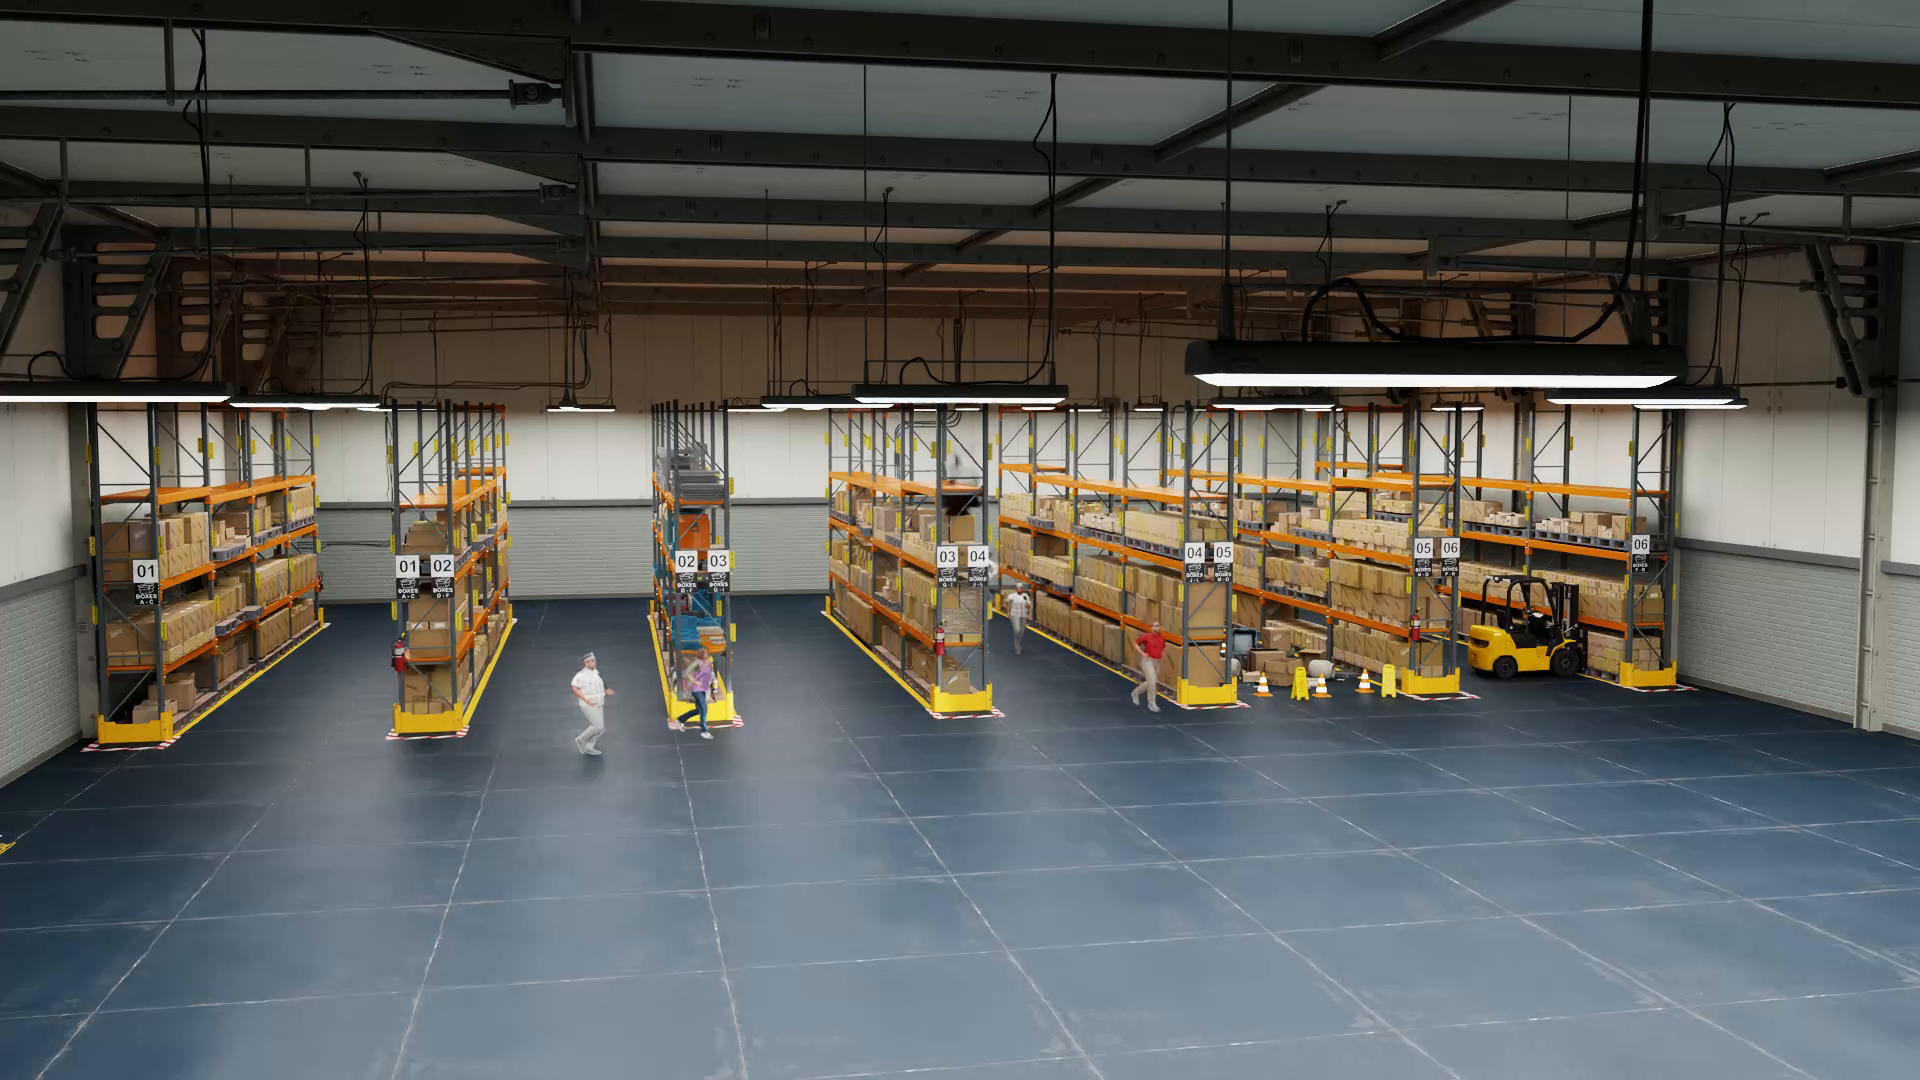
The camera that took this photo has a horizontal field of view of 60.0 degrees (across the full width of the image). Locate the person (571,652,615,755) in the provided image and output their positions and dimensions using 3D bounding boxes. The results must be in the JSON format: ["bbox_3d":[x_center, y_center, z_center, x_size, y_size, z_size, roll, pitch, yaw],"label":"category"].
[{"bbox_3d":[-6.134,2.745,27.893,0.605,1.736,0.645,1,4,15],"label":"person"}]

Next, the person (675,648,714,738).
[{"bbox_3d":[-4.677,2.729,29.701,0.795,1.576,0.574,2,5,23],"label":"person"}]

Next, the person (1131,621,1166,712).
[{"bbox_3d":[3.750,2.440,32.520,0.698,1.720,0.893,-3,5,-36],"label":"person"}]

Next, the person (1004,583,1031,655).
[{"bbox_3d":[1.409,1.884,39.953,0.581,1.727,0.766,-2,5,-21],"label":"person"}]

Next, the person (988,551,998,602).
[{"bbox_3d":[0.731,1.146,49.528,0.853,1.680,0.674,-2,5,-26],"label":"person"}]
